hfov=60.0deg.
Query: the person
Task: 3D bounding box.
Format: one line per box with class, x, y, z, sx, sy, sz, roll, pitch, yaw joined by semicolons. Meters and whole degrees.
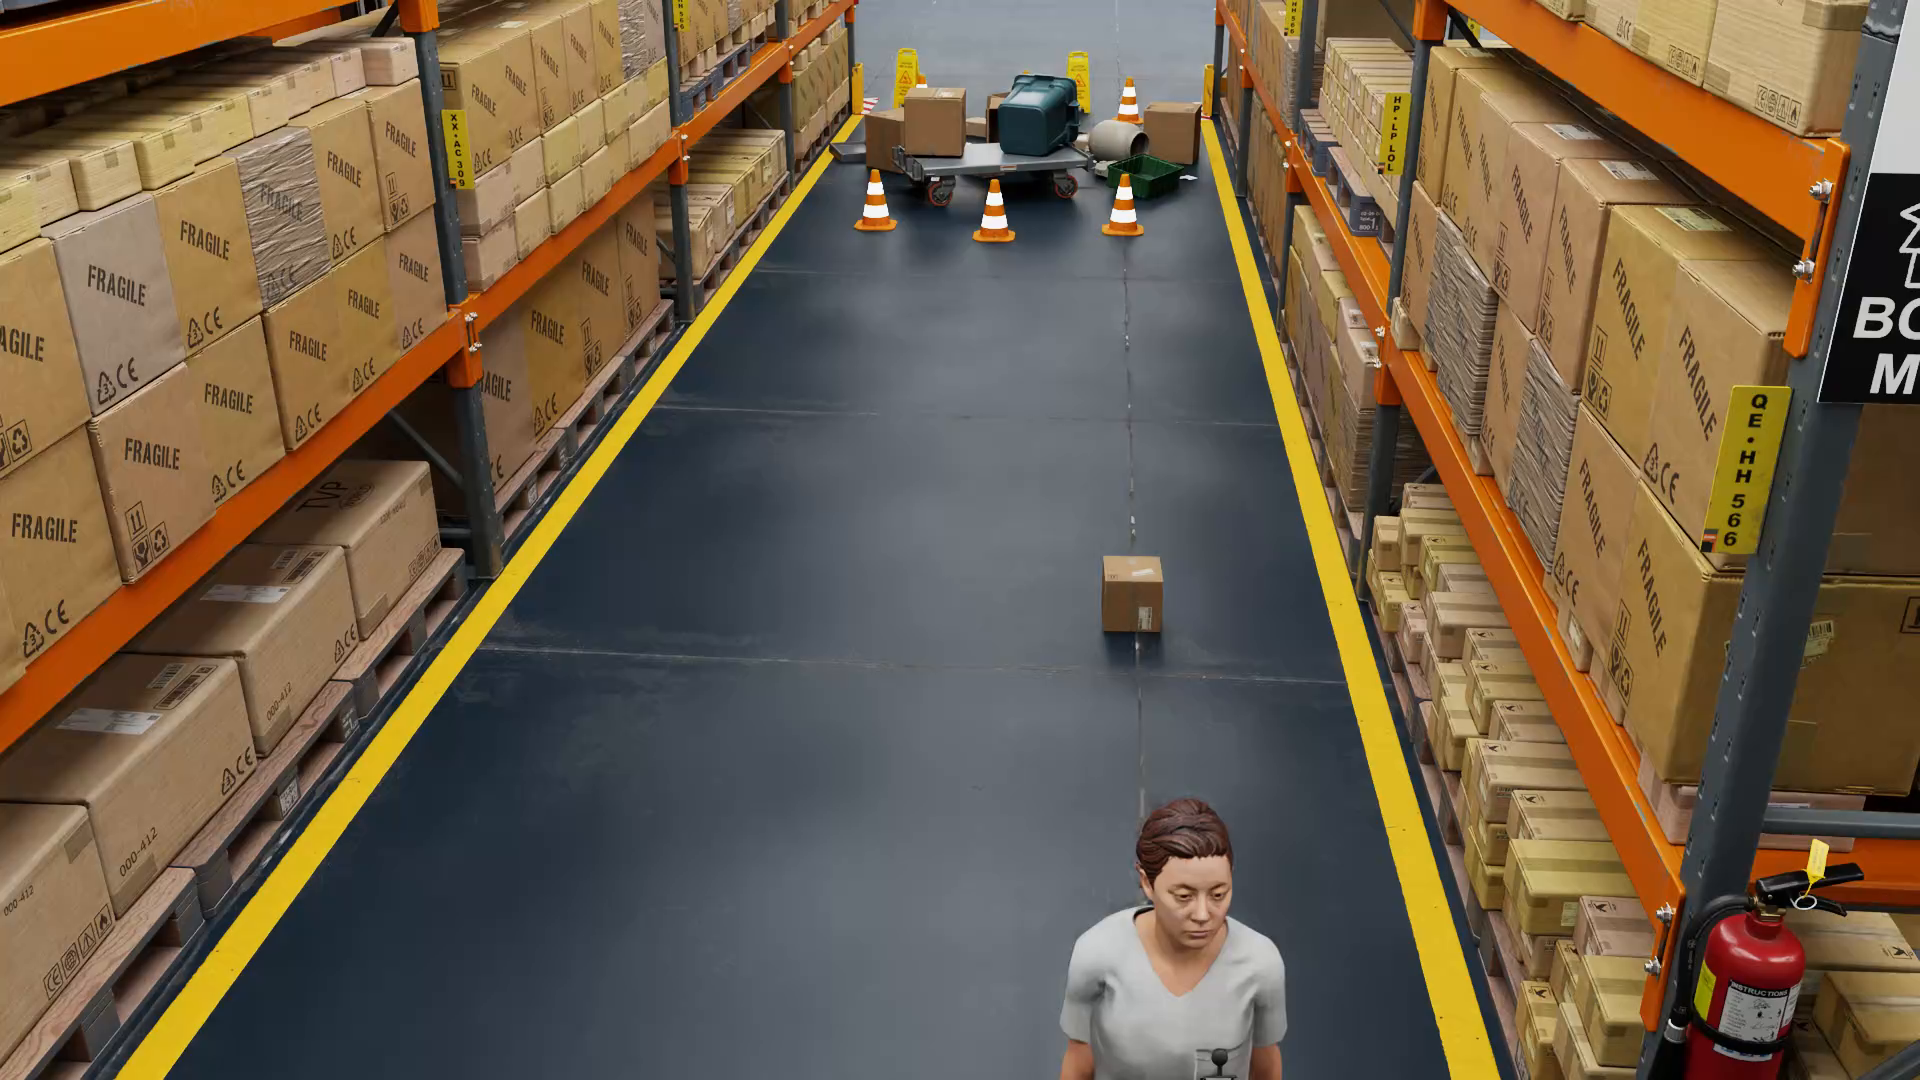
person;0.413;1.246;3.358;0.443;1.645;0.708;3;25;7
